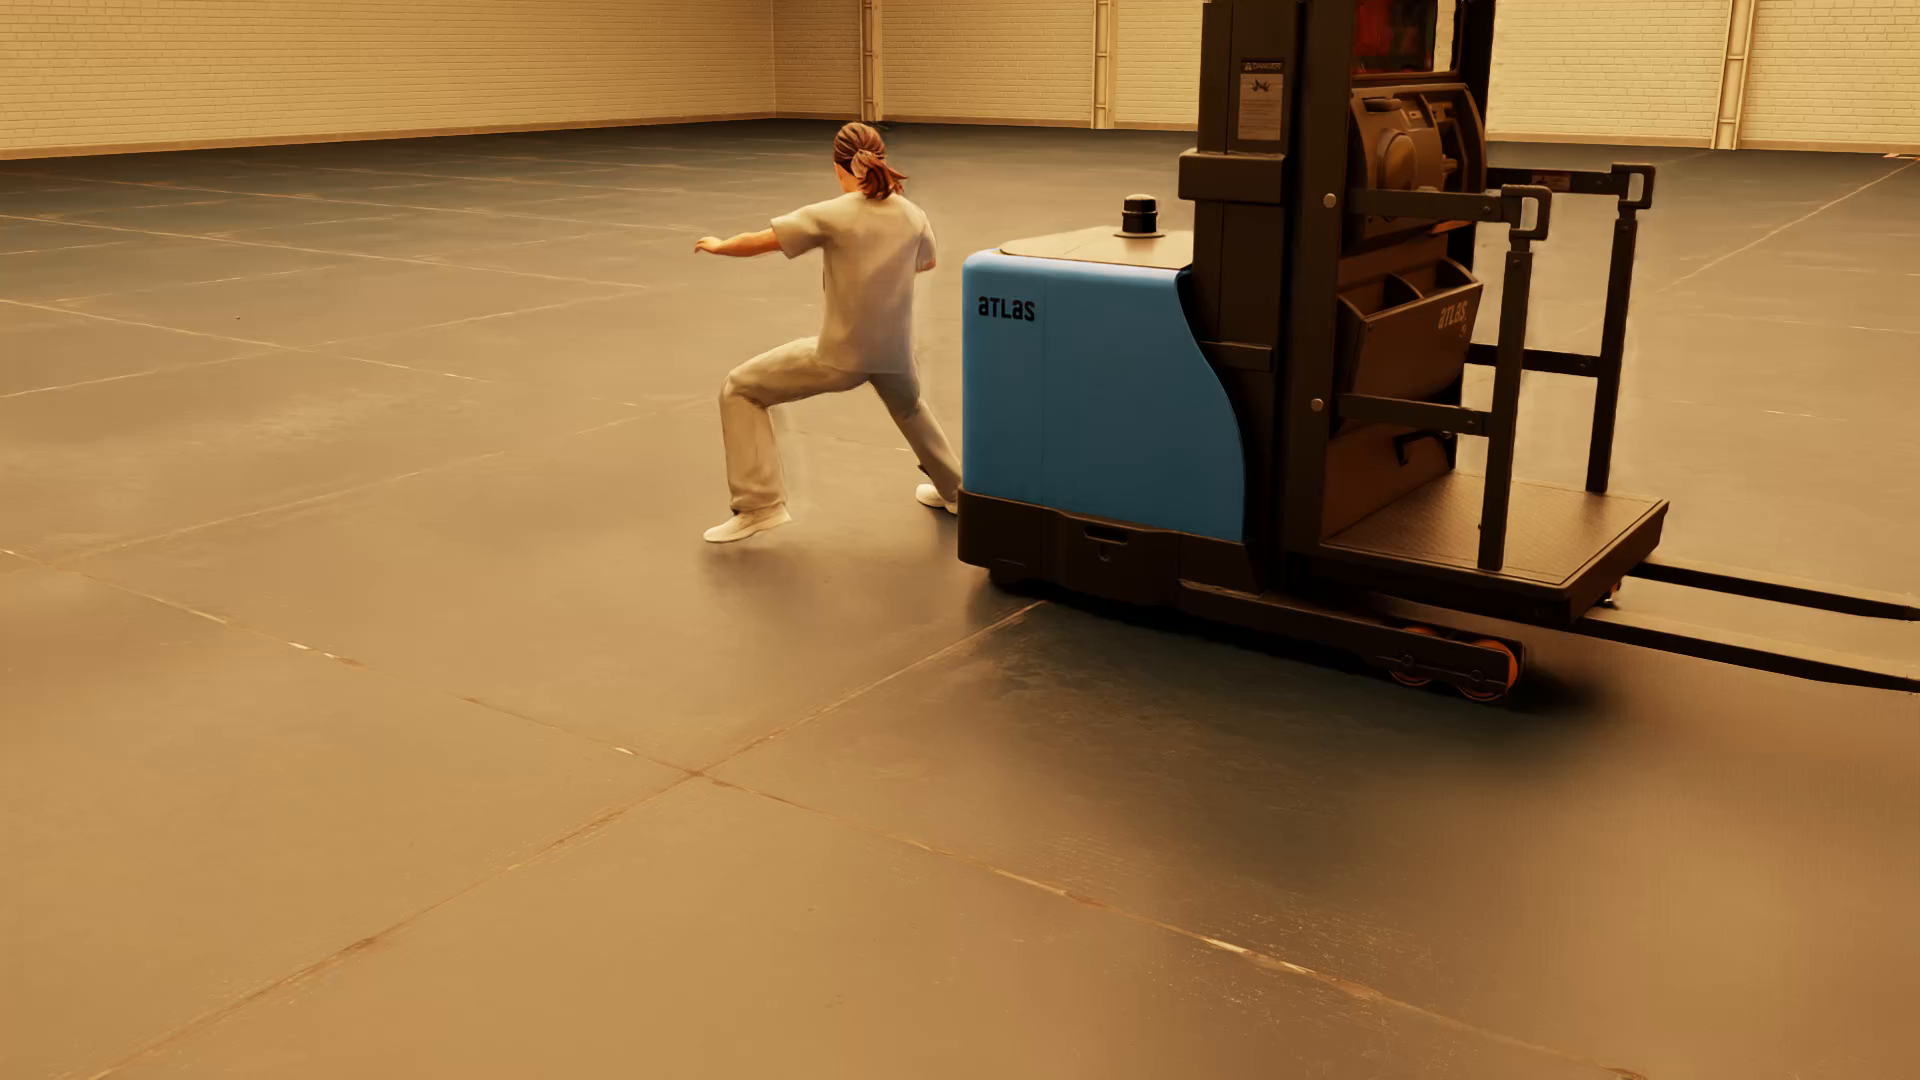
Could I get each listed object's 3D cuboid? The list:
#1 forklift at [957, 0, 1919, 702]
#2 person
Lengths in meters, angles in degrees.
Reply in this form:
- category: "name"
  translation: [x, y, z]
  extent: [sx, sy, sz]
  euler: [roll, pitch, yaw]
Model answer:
- category: "forklift"
  translation: [1.485, -1.140, 4.646]
  extent: [3.031, 2.935, 1.130]
  euler: [12, 20, 34]
- category: "person"
  translation: [-0.426, -0.730, 5.857]
  extent: [1.091, 1.448, 0.645]
  euler: [-8, 18, -24]
